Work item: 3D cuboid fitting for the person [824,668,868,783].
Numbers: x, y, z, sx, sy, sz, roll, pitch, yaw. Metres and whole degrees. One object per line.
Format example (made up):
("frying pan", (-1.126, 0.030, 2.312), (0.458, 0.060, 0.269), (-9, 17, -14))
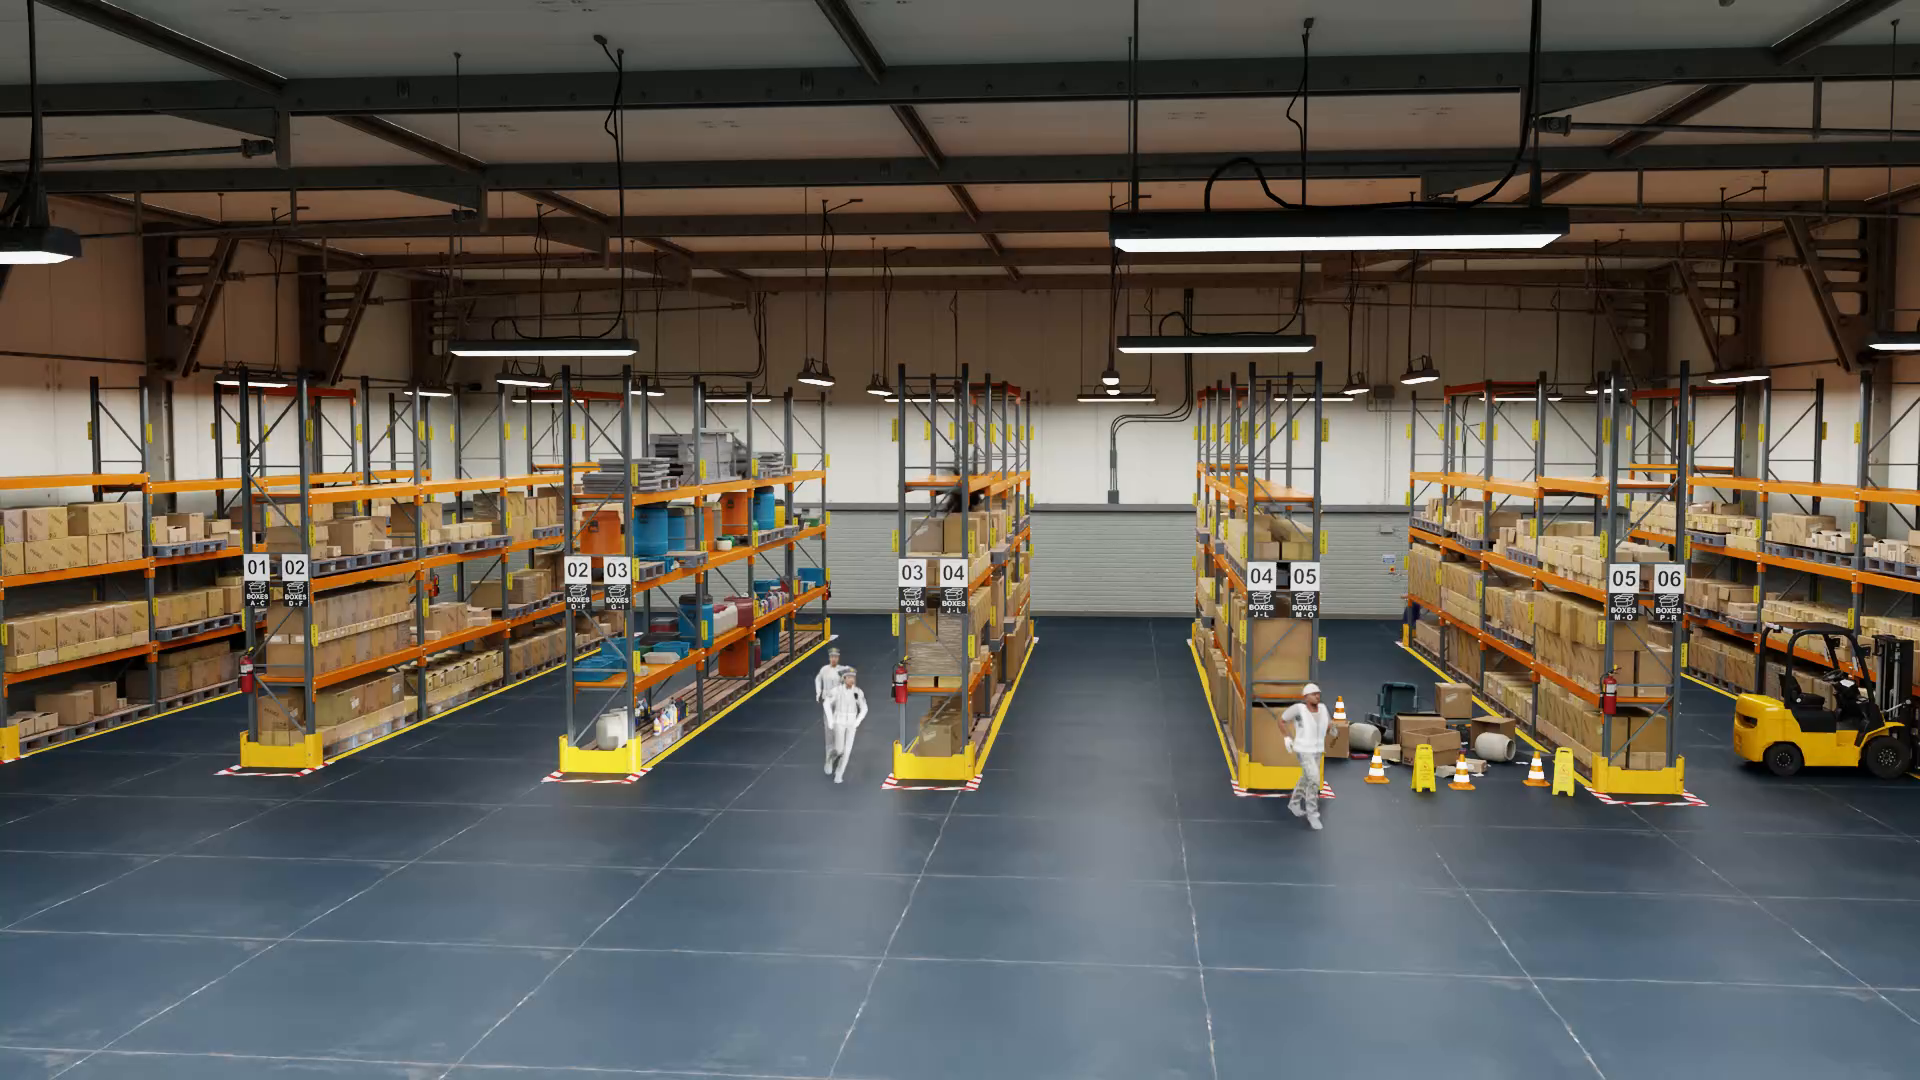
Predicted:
("person", (-1.630, 2.668, 23.954), (0.623, 1.679, 0.528), (-1, 4, -16))

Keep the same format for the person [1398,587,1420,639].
("person", (10.999, 1.615, 40.293), (0.766, 1.674, 0.593), (1, 4, 22))

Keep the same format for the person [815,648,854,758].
("person", (-1.938, 2.486, 25.626), (0.625, 1.676, 0.937), (0, 4, 1))

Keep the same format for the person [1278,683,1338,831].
("person", (4.477, 2.735, 21.297), (0.659, 1.826, 0.811), (-2, 4, -33))
